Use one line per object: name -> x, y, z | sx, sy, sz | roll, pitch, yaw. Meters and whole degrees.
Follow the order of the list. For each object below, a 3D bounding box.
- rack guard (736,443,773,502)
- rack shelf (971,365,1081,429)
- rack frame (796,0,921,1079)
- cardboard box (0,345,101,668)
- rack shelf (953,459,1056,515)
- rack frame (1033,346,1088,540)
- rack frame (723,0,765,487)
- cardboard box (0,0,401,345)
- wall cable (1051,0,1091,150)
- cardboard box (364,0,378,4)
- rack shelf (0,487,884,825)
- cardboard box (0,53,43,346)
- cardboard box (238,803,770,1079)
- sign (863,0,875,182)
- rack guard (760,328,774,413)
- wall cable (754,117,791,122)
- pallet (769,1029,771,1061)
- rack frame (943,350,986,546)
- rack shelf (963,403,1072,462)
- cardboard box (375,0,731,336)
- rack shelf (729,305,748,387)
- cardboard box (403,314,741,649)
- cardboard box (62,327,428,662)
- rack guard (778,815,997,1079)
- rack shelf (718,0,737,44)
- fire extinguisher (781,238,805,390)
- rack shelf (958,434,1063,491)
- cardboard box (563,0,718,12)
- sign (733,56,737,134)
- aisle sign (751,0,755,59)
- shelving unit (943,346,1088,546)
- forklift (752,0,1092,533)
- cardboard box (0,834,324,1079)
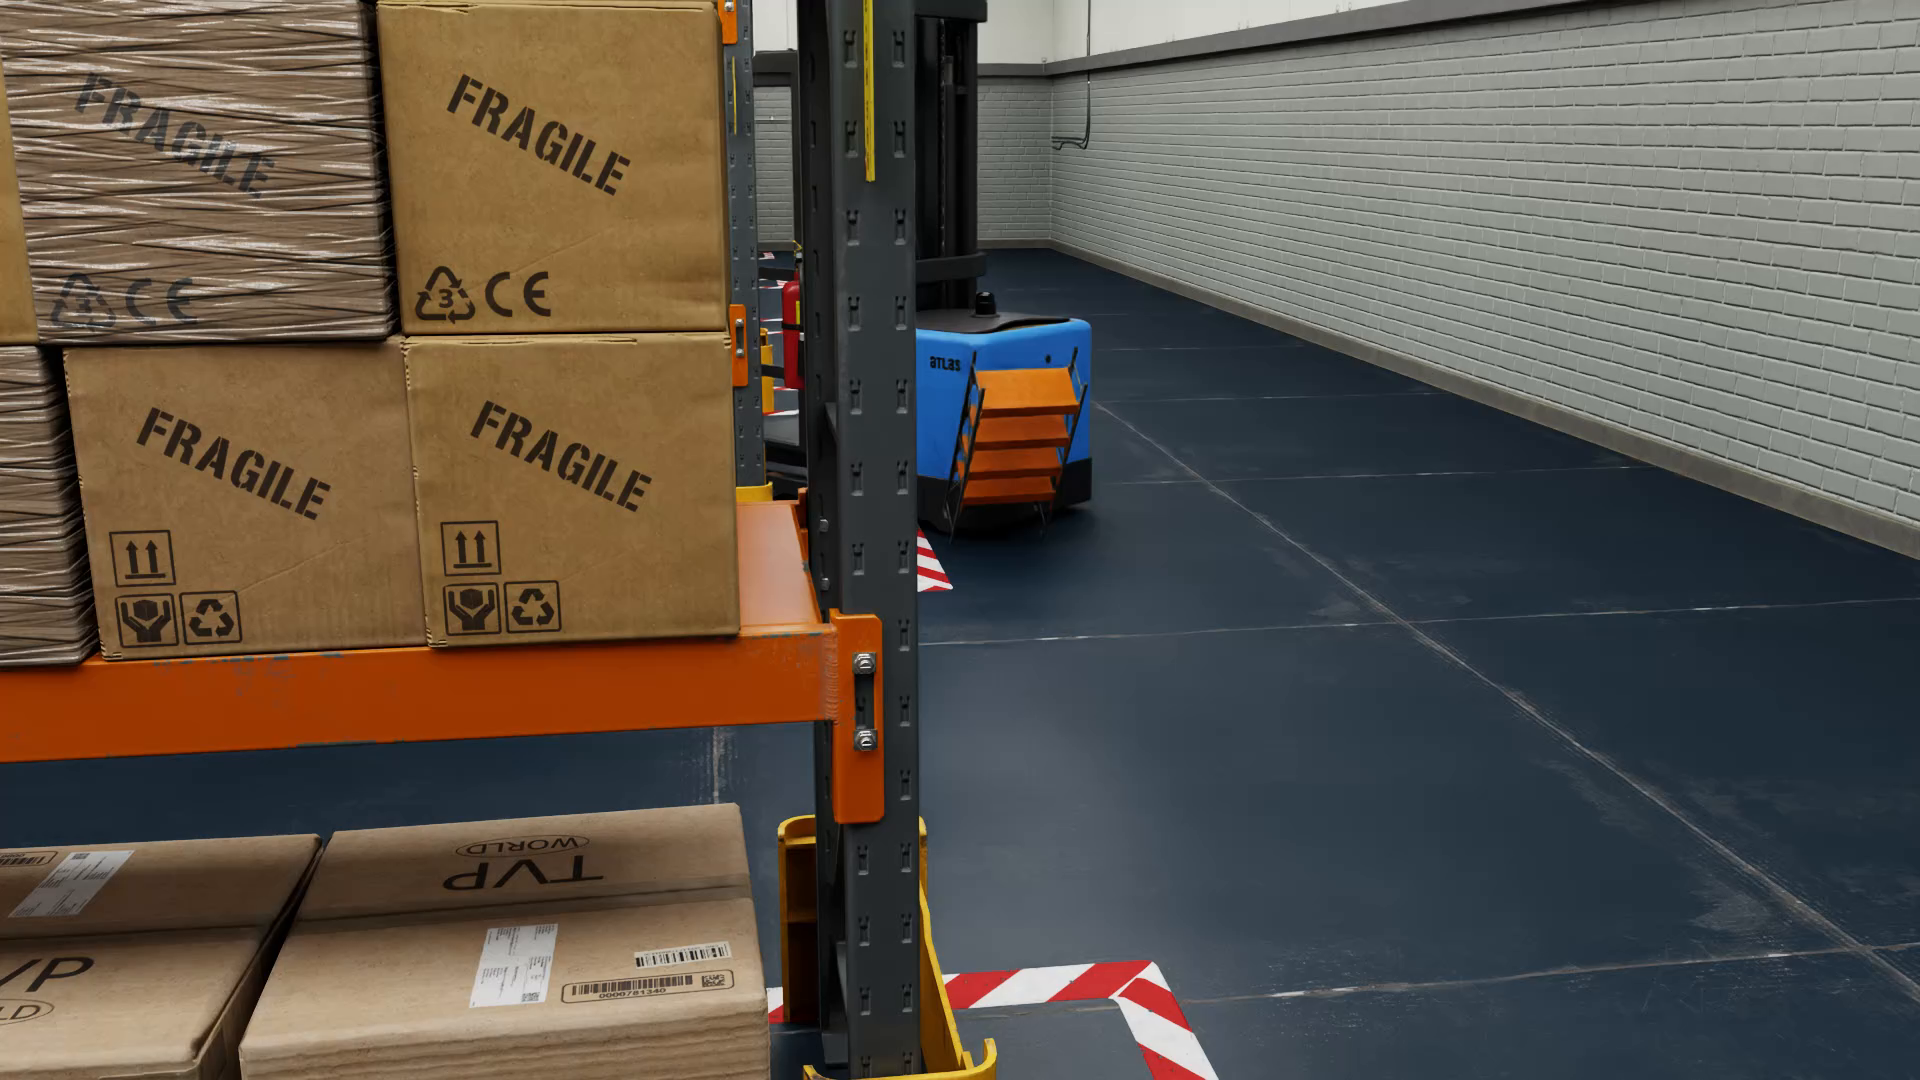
rack guard -> -1.119, -0.139, 8.247 | 0.348, 0.500, 1.175 | -2, 14, -8
rack shelf -> 0.302, -0.677, 7.879 | 0.480, 0.148, 0.258 | -4, 54, -12
rack frame -> -0.206, -0.167, 3.220 | 0.127, 3.000, 1.000 | -2, 14, -8
cardboard box -> -1.650, -0.099, 2.743 | 0.500, 0.500, 0.500 | -2, 14, -7
rack shelf -> 0.218, -0.281, 8.399 | 0.480, 0.148, 0.258 | -4, 54, -12
rack frame -> 0.490, -0.455, 8.239 | 0.015, 1.200, 0.240 | -4, 54, -12
rack frame -> -1.044, -1.354, 7.953 | 0.127, 3.000, 1.000 | -2, 14, -8
cardboard box -> -1.160, -0.599, 2.685 | 0.500, 0.500, 0.500 | -2, 14, -8
wall cable -> 1.750, -7.648, 27.101 | 0.112, 2.526, 3.097 | -2, 14, -8
cardboard box -> -1.021, -0.909, 2.586 | 0.250, 0.149, 0.380 | -2, 14, -9
rack shelf -> -2.184, 0.255, 3.019 | 4.000, 0.370, 1.077 | -2, 14, -8
cardboard box -> -1.650, -0.582, 2.616 | 0.500, 0.500, 0.500 | -2, 14, -9
cardboard box -> -0.844, 0.920, 3.290 | 0.875, 0.438, 0.875 | -3, 14, -10
sign -> -0.139, -0.712, 2.528 | 0.005, 0.325, 0.100 | -2, 14, -8
rack guard -> -1.659, -1.339, 13.033 | 0.348, 0.500, 1.175 | -2, 14, -8
wall cable -> -2.771, -6.892, 27.947 | 1.851, 1.984, 0.084 | -2, 14, -8
pallet -> -0.985, 1.234, 3.369 | 1.213, 0.211, 1.003 | -2, 14, -8
rack frame -> 0.013, -0.426, 8.139 | 0.015, 1.200, 0.240 | -4, 54, -12
rack shelf -> 0.272, -0.534, 8.066 | 0.480, 0.148, 0.258 | -4, 54, -12
cardboard box -> -0.648, -0.625, 2.788 | 0.500, 0.500, 0.500 | -2, 14, -6
rack shelf -> -3.021, -0.932, 7.752 | 4.000, 0.370, 1.077 | -2, 14, -8
cardboard box -> -0.644, -0.134, 2.885 | 0.500, 0.500, 0.500 | -2, 14, -8
cardboard box -> -1.142, -0.120, 2.826 | 0.500, 0.500, 0.500 | -2, 14, -9
rack guard -> -0.183, 1.045, 3.528 | 0.348, 0.500, 1.175 | -2, 14, -8
rack shelf -> -3.021, -2.387, 7.387 | 4.000, 0.370, 1.077 | -2, 14, -8
fire extinguisher -> -0.726, -1.033, 7.602 | 0.183, 0.674, 0.296 | -2, 14, -8
rack shelf -> 0.243, -0.400, 8.242 | 0.480, 0.148, 0.258 | -4, 54, -12
cardboard box -> -0.531, -0.954, 2.764 | 0.250, 0.149, 0.380 | -2, 14, -8
sign -> -0.981, -1.934, 7.239 | 0.005, 0.325, 0.100 | -2, 14, -8
aisle sign -> -0.927, -2.545, 7.360 | 0.004, 0.787, 0.394 | -2, 14, -8
shelving unit -> 0.252, -0.440, 8.189 | 0.503, 1.200, 0.258 | -4, 54, -12
forklift -> -0.701, -1.737, 9.623 | 3.031, 2.935, 1.130 | 12, 18, 40
cardboard box -> -1.748, 0.956, 3.149 | 0.875, 0.438, 0.875 | -2, 14, -7
